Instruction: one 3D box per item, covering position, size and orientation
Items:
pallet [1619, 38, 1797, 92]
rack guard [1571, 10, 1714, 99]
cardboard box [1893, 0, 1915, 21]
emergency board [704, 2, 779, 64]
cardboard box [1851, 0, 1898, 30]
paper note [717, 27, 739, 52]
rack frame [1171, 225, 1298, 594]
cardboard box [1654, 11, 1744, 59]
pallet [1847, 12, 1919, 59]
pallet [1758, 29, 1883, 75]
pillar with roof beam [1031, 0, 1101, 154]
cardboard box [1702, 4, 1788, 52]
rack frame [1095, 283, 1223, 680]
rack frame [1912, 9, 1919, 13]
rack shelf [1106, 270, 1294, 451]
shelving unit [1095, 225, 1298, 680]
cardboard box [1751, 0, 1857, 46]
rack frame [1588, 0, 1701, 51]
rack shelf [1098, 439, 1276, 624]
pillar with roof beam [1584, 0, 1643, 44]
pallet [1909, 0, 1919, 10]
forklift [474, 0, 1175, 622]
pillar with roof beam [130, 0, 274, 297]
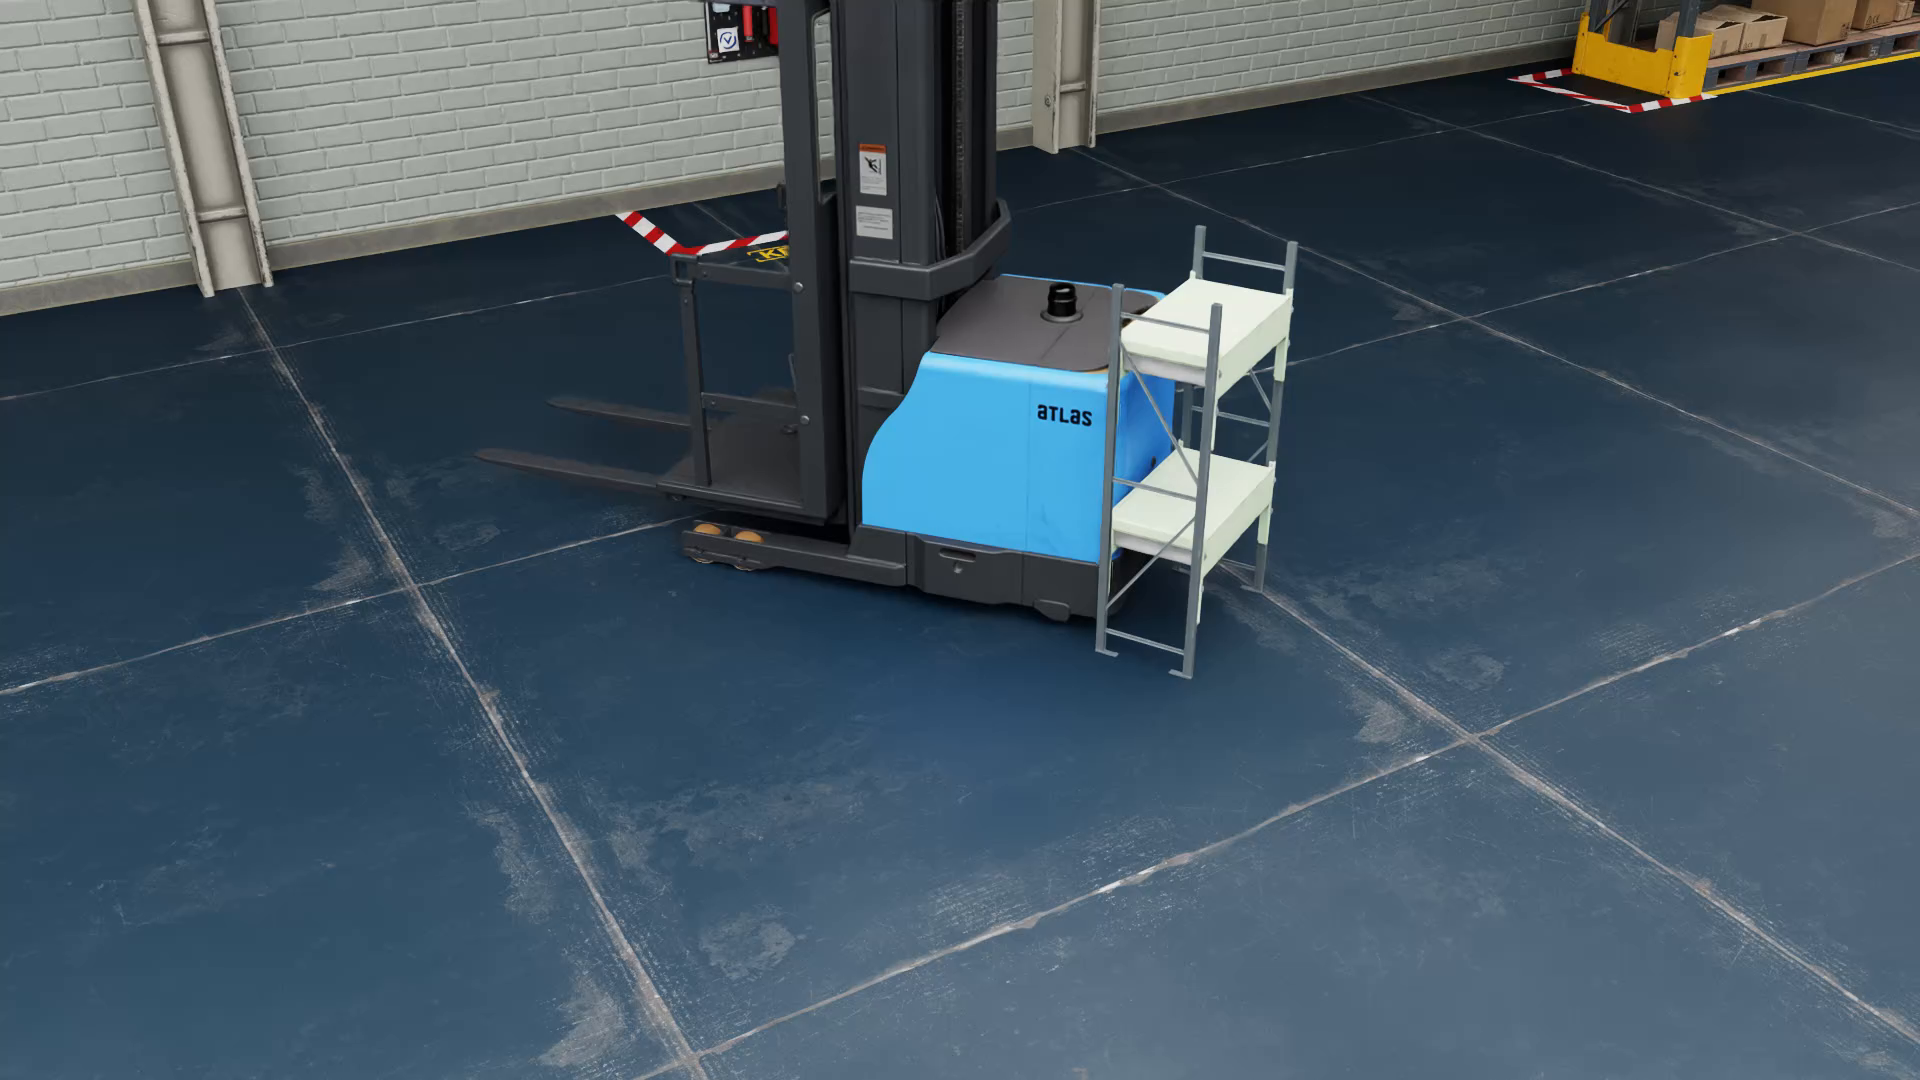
[{"bbox_3d":[6.580,-4.252,14.736,1.213,0.211,1.003,-16,33,-26],"label":"pallet"},{"bbox_3d":[5.862,-4.194,14.332,0.348,0.500,1.175,-16,33,-26],"label":"rack guard"},{"bbox_3d":[8.799,-5.058,15.787,0.250,0.166,0.380,-21,35,-33],"label":"cardboard box"},{"bbox_3d":[-1.361,-3.744,10.929,0.643,1.169,0.194,-16,33,-26],"label":"emergency board"},{"bbox_3d":[8.371,-5.076,15.476,0.500,0.500,0.500,-19,34,-30],"label":"cardboard box"},{"bbox_3d":[-1.549,-3.344,11.116,0.142,0.148,0.016,-16,33,-26],"label":"paper note"},{"bbox_3d":[1.070,-0.486,6.578,0.400,1.500,0.023,16,33,26],"label":"rack frame"},{"bbox_3d":[6.439,-4.417,14.477,0.500,0.311,0.500,-20,35,-32],"label":"cardboard box"},{"bbox_3d":[8.684,-4.849,15.818,1.213,0.211,1.003,-16,33,-26],"label":"pallet"},{"bbox_3d":[7.631,-4.548,15.273,1.213,0.211,1.003,-16,33,-26],"label":"pallet"},{"bbox_3d":[2.970,-5.166,7.298,0.400,9.000,9.100,-16,33,-26],"label":"pillar with roof beam"},{"bbox_3d":[6.930,-4.557,14.730,0.500,0.311,0.500,-13,31,-22],"label":"cardboard box"},{"bbox_3d":[0.704,-0.180,6.023,0.400,1.500,0.023,16,33,26],"label":"rack frame"},{"bbox_3d":[9.245,-6.249,15.469,0.127,3.000,1.000,-16,33,-26],"label":"rack frame"},{"bbox_3d":[0.887,-0.674,6.112,0.431,0.370,0.720,16,33,26],"label":"rack shelf"},{"bbox_3d":[0.887,-0.333,6.301,0.431,1.500,0.755,16,33,26],"label":"shelving unit"},{"bbox_3d":[7.588,-4.798,14.972,0.500,0.500,0.700,-18,34,-29],"label":"cardboard box"},{"bbox_3d":[5.796,-5.270,13.695,0.127,3.000,1.000,-16,33,-26],"label":"rack frame"},{"bbox_3d":[0.887,-0.047,6.458,0.431,0.370,0.720,16,33,26],"label":"rack shelf"},{"bbox_3d":[8.143,-6.635,9.959,0.400,9.000,9.100,-16,33,-26],"label":"pillar with roof beam"},{"bbox_3d":[9.916,-5.219,16.489,1.213,0.211,1.003,-16,33,-26],"label":"pallet"},{"bbox_3d":[-0.652,-1.381,6.719,3.031,2.935,1.130,10,30,17],"label":"forklift"},{"bbox_3d":[-2.203,-3.697,4.636,0.400,9.000,9.100,-16,33,-26],"label":"pillar with roof beam"}]
